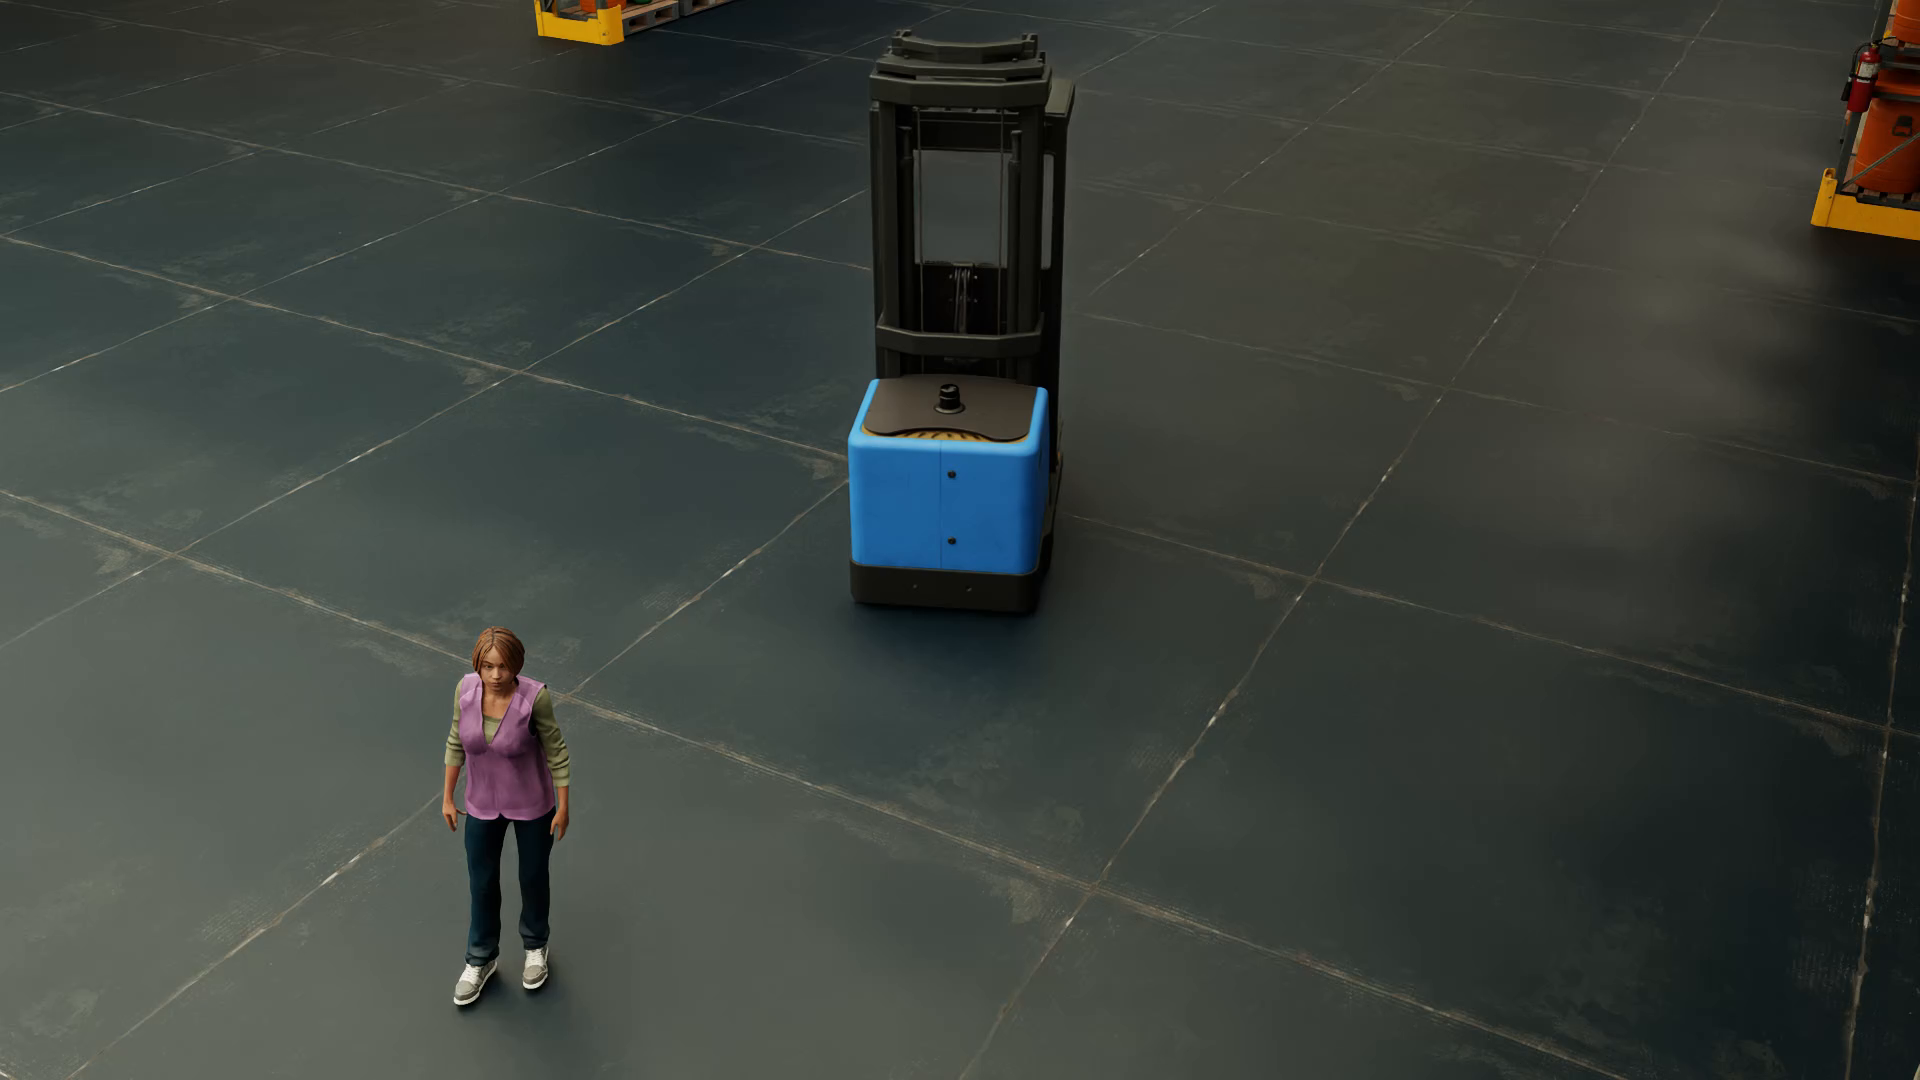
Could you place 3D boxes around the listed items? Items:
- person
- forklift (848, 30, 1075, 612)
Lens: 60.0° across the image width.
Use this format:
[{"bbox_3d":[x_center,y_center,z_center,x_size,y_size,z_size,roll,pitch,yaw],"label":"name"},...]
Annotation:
[{"bbox_3d":[-1.787,1.089,6.507,0.520,1.593,0.475,1,30,2],"label":"person"},{"bbox_3d":[0.075,-1.584,9.815,1.130,2.935,3.031,3,30,6],"label":"forklift"}]
